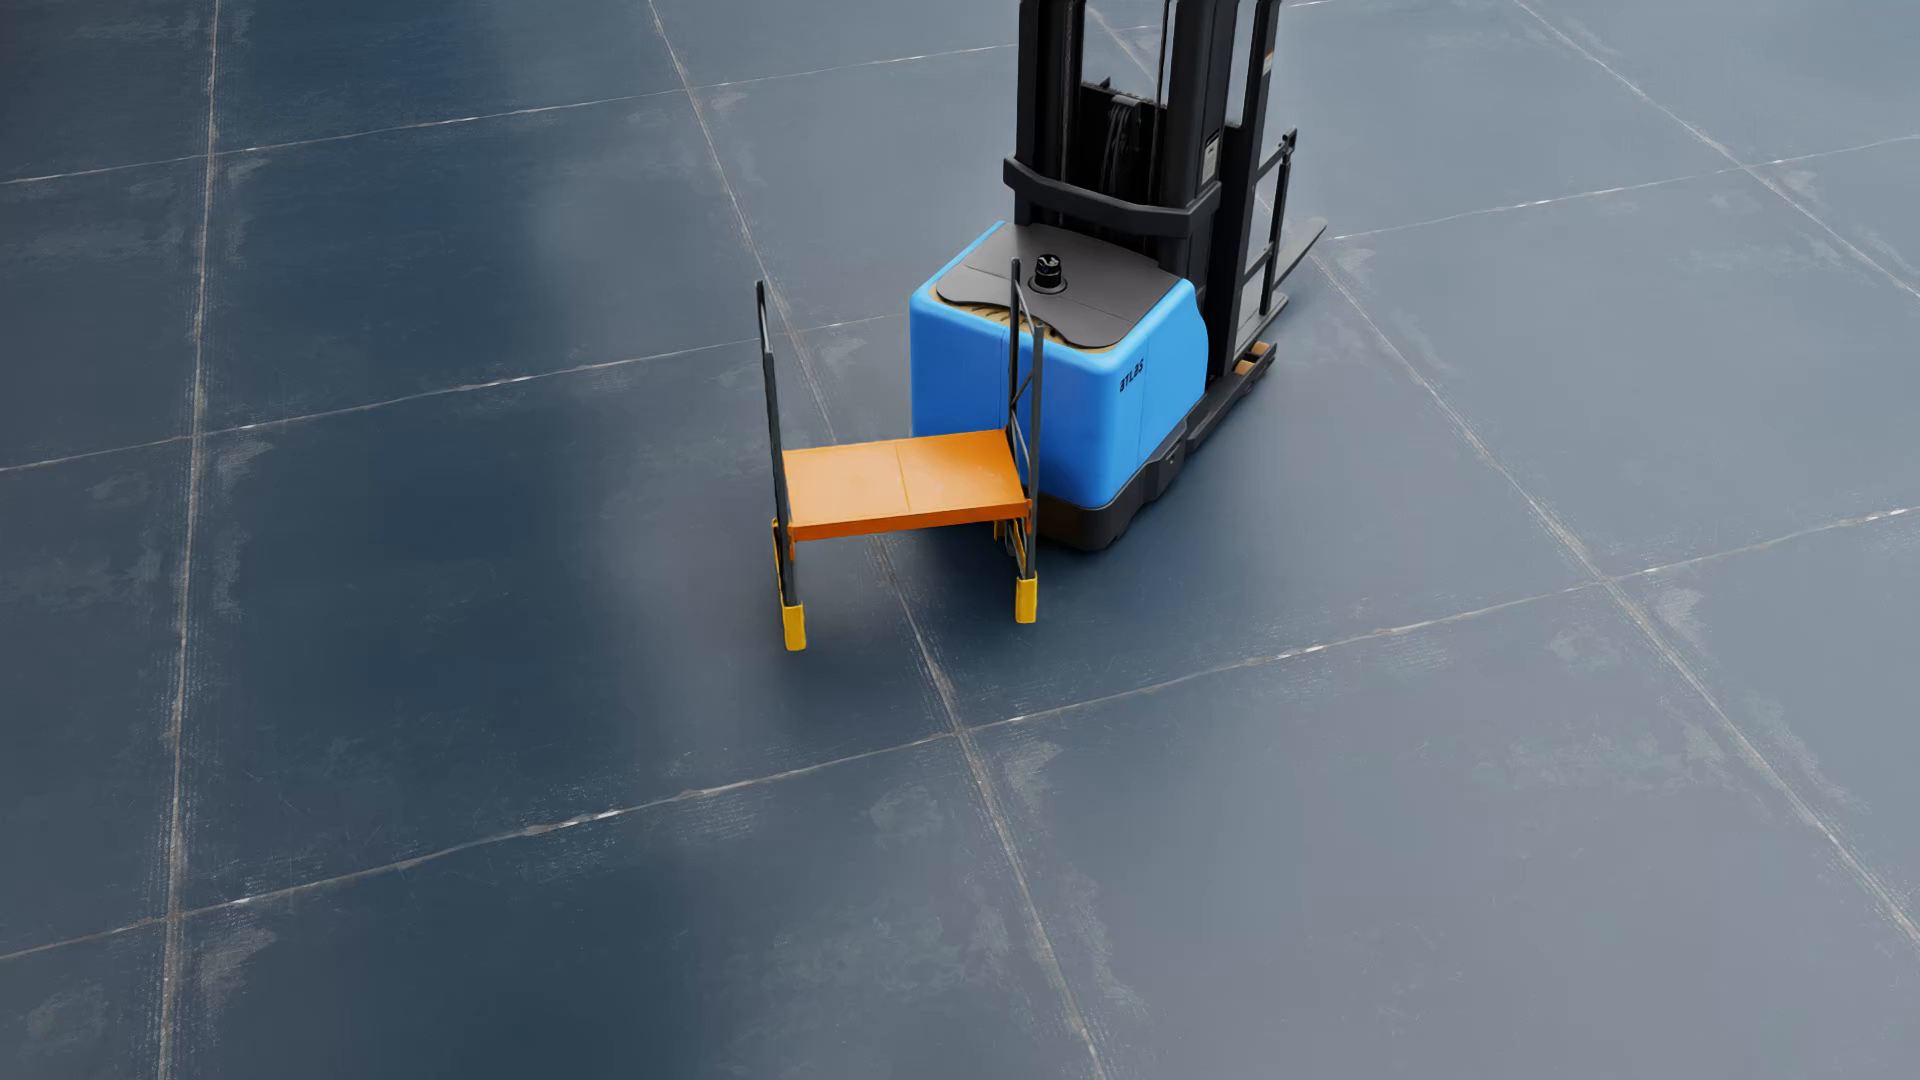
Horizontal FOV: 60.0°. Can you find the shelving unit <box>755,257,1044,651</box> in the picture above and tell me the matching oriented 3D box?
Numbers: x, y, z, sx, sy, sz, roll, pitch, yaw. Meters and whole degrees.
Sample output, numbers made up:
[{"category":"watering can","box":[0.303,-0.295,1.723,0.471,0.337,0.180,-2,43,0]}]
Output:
[{"category":"shelving unit","box":[-0.250,-0.340,6.849,1.083,1.500,0.587,-6,42,-7]}]

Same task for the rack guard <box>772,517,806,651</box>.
[{"category":"rack guard","box":[-0.741,0.184,7.199,0.087,0.250,0.587,-6,42,-7]}]

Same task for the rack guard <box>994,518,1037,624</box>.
[{"category":"rack guard","box":[0.241,0.077,7.322,0.087,0.250,0.587,-6,42,-7]}]

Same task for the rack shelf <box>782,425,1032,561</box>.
[{"category":"rack shelf","box":[-0.241,-0.206,6.968,1.000,0.185,0.538,-6,42,-7]}]

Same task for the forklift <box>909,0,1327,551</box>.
[{"category":"forklift","box":[0.972,-2.000,7.661,1.130,2.935,3.031,22,46,24]}]

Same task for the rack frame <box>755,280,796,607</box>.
[{"category":"rack frame","box":[-0.742,-0.286,6.787,0.032,1.500,0.500,-6,42,-7]}]

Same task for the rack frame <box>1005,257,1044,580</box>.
[{"category":"rack frame","box":[0.261,-0.396,6.913,0.032,1.500,0.500,-6,42,-7]}]
